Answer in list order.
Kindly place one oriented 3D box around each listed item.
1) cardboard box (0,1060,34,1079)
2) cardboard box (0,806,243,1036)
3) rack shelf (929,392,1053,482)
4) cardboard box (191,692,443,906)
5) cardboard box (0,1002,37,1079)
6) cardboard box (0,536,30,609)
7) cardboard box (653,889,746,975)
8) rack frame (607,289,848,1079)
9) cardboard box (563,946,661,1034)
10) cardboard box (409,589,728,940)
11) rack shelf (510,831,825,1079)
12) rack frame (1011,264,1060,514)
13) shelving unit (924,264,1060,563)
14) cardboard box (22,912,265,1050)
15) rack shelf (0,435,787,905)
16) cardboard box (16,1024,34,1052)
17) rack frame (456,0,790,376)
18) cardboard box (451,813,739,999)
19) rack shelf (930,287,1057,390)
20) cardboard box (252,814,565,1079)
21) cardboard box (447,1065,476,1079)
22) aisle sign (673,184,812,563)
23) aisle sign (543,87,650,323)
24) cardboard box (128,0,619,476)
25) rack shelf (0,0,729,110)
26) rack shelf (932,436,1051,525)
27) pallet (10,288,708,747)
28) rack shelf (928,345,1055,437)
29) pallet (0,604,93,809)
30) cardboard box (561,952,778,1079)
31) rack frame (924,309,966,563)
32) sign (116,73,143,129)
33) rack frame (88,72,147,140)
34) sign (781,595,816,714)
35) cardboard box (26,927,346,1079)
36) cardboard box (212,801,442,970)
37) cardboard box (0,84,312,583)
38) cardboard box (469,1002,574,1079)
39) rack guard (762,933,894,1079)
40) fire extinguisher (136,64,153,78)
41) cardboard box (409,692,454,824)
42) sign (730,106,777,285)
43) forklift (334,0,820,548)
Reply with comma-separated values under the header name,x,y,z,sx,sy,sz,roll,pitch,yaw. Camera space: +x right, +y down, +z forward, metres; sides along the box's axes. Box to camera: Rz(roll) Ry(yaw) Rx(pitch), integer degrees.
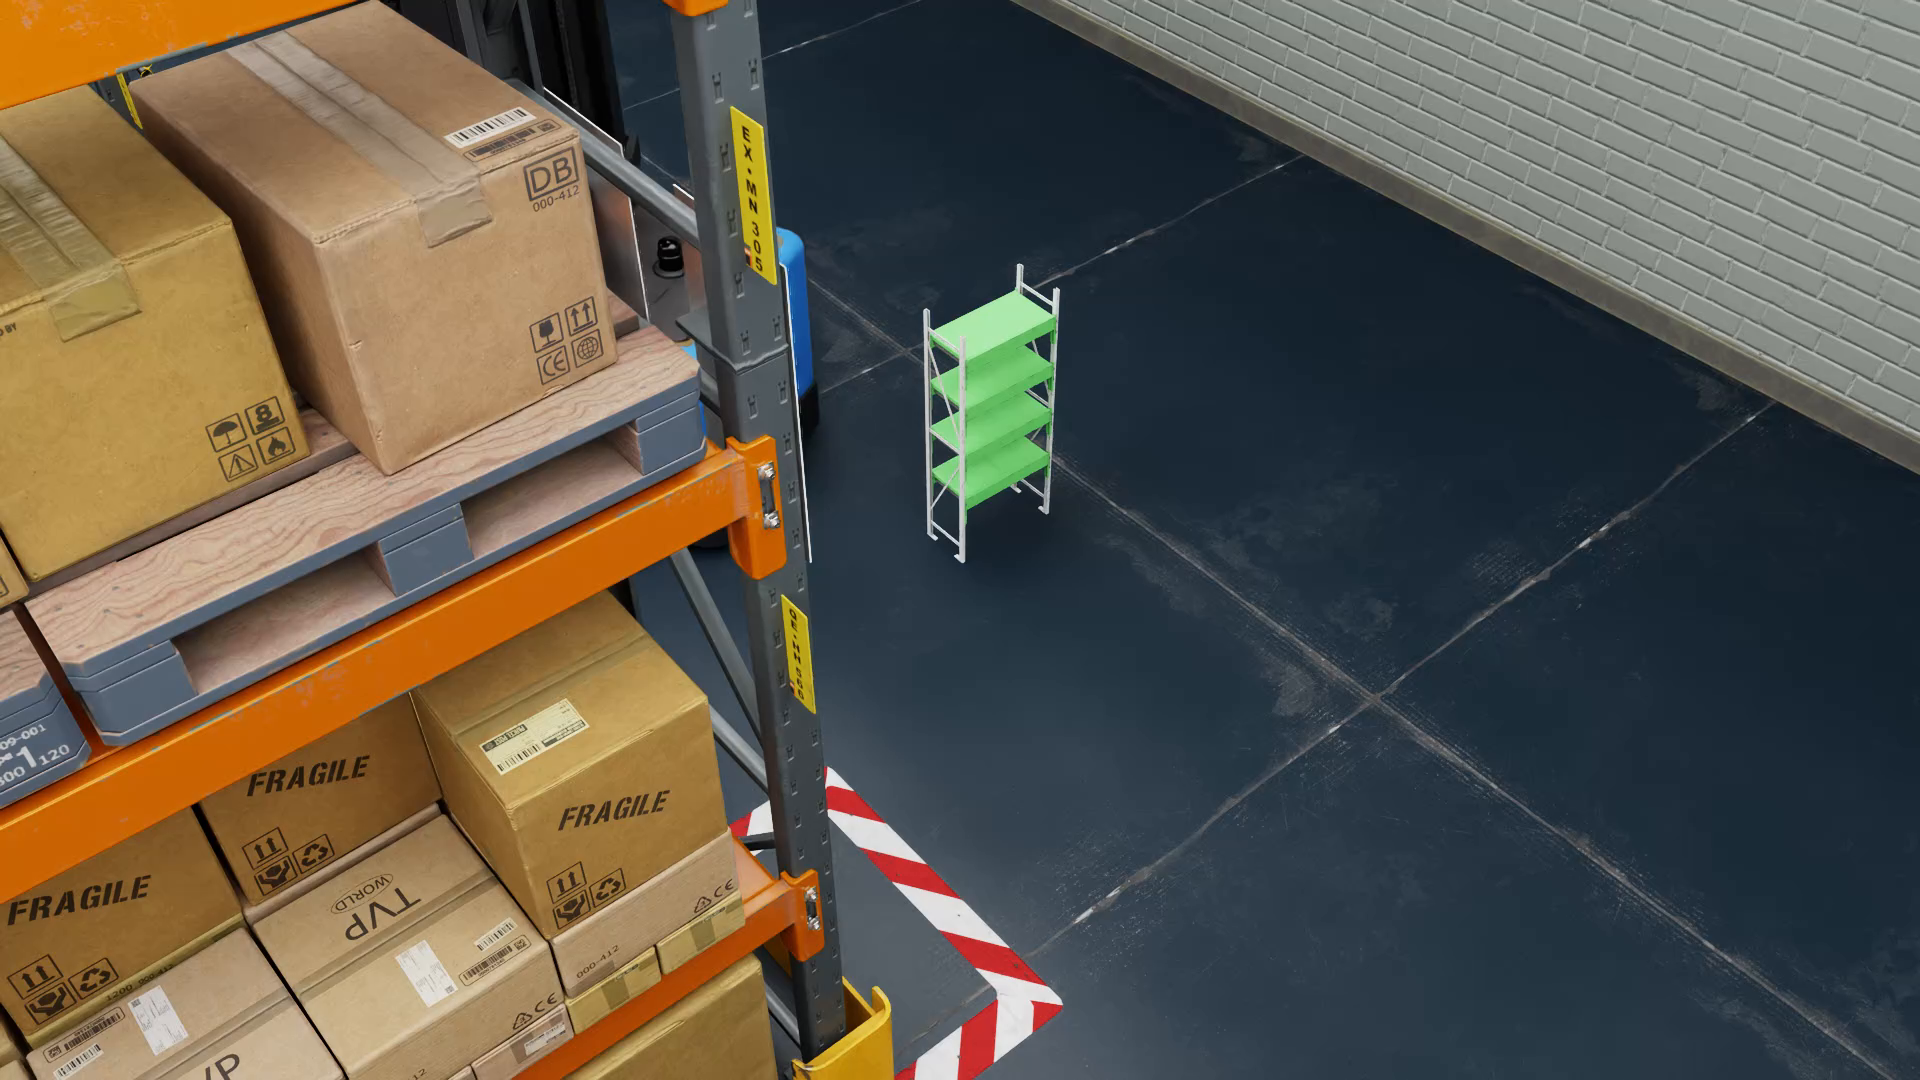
name,x,y,z,sx,sy,sz,roll,pitch,yaw
cardboard box,-2.087,1.457,3.453,0.500,0.250,0.500,-30,51,-28
cardboard box,-2.027,0.674,3.740,0.500,0.500,0.500,-31,51,-29
rack shelf,0.127,-0.463,7.014,0.480,0.148,0.258,-30,51,-28
cardboard box,-1.634,0.443,3.985,0.500,0.500,0.500,-31,51,-29
cardboard box,-2.429,1.179,3.749,0.500,0.250,0.500,-31,51,-29
cardboard box,-1.948,-0.145,2.623,0.500,0.500,0.700,-33,52,-30
cardboard box,-0.771,0.902,4.335,0.250,0.149,0.380,-29,50,-27
rack frame,-0.709,0.482,4.600,0.127,3.000,1.000,-30,51,-28
cardboard box,-0.969,1.018,4.213,0.250,0.149,0.380,-29,51,-28
cardboard box,-0.914,0.506,3.918,0.500,0.500,0.500,-29,50,-27
rack shelf,-2.243,1.622,3.911,4.000,0.370,1.077,-30,51,-28
rack frame,0.314,-0.617,7.084,0.015,1.200,0.240,-30,51,-28
shelving unit,0.127,-0.510,6.970,0.503,1.200,0.258,-30,51,-28
cardboard box,-2.033,0.947,3.996,0.500,0.250,0.500,-32,52,-29
rack shelf,-2.243,0.529,2.884,4.000,0.370,1.077,-30,51,-28
cardboard box,-2.372,1.232,3.984,0.250,0.149,0.380,-31,51,-29
rack frame,-0.709,-1.705,2.546,0.127,3.000,1.000,-30,51,-28
cardboard box,-0.910,0.780,4.174,0.500,0.250,0.500,-31,51,-28
rack shelf,0.127,-0.813,6.685,0.480,0.148,0.258,-30,51,-28
cardboard box,-1.300,1.002,3.937,0.500,0.250,0.500,-31,51,-29
cardboard box,-1.355,1.237,3.979,0.250,0.149,0.380,-29,50,-27
aisle sign,-0.461,-0.340,3.576,0.004,0.787,0.394,-30,51,-28
aisle sign,-0.846,-0.655,3.911,0.004,0.787,0.394,-30,51,-28
cardboard box,-1.073,-0.581,3.087,0.500,0.500,0.700,-33,52,-30
rack shelf,-2.243,-0.419,1.994,4.000,0.370,1.077,-30,51,-28
rack shelf,0.127,-0.289,7.178,0.480,0.148,0.258,-30,51,-28
pallet,-1.271,-0.248,3.250,1.213,0.211,1.003,-30,51,-28
rack shelf,0.127,-0.638,6.850,0.480,0.148,0.258,-30,51,-28
pallet,-2.208,0.291,2.677,1.213,0.211,1.003,-30,51,-28
cardboard box,-1.149,1.426,4.839,0.875,0.875,0.875,-30,51,-28
rack frame,-0.060,-0.403,6.856,0.015,1.200,0.240,-30,51,-28
sign,-3.521,-1.897,7.013,0.005,0.325,0.100,-30,51,-28
rack frame,-3.887,-2.119,7.369,0.127,3.000,1.000,-30,51,-28
sign,-0.371,0.264,3.812,0.005,0.325,0.100,-30,51,-28
cardboard box,-1.690,1.226,3.699,0.500,0.250,0.500,-32,52,-29
cardboard box,-1.645,0.729,4.229,0.500,0.250,0.500,-30,51,-28
cardboard box,-1.582,-0.397,2.892,0.500,0.500,0.700,-32,52,-29
cardboard box,-1.163,1.128,4.095,0.250,0.149,0.380,-30,51,-28
rack guard,-0.690,1.382,5.467,0.348,0.500,1.175,-30,51,-28
fire extinguisher,-3.479,-1.783,7.340,0.183,0.674,0.296,-30,51,-28
cardboard box,-1.250,0.497,4.476,0.500,0.250,0.500,-31,51,-29
sign,-0.371,-0.615,2.987,0.005,0.325,0.100,-30,51,-28
forklift,-2.226,-1.677,6.948,3.031,2.935,1.130,15,45,16
